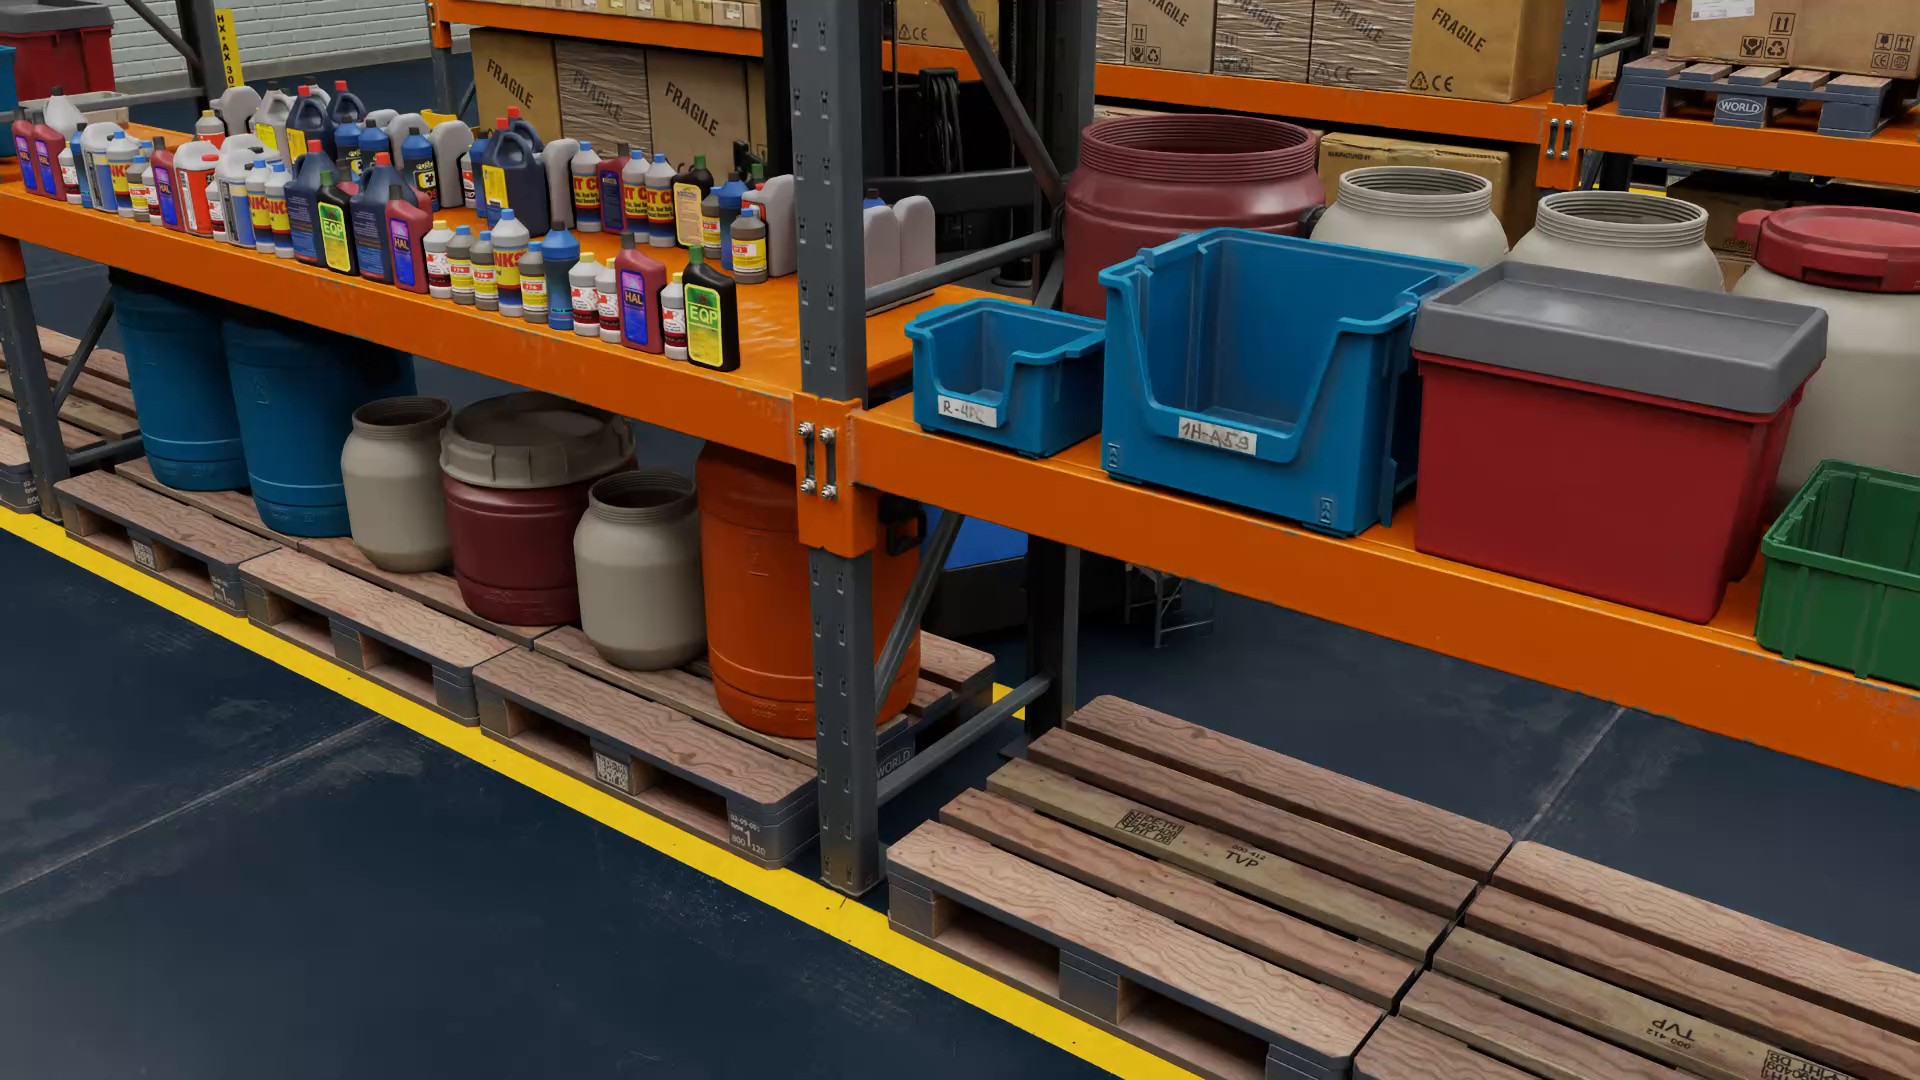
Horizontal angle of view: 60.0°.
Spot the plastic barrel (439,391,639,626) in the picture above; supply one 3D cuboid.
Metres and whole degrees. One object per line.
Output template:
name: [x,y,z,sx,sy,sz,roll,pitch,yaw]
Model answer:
plastic barrel: [-1.313,-0.114,5.258,0.708,0.588,0.600,17,29,33]

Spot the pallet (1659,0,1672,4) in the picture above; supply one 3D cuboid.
pallet: [5.384,-3.863,11.536,1.003,0.211,1.213,17,29,33]

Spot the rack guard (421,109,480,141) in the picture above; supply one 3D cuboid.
rack guard: [-3.458,-3.034,12.516,0.348,0.500,1.175,17,29,33]

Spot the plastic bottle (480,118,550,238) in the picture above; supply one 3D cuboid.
plastic bottle: [-1.379,-1.119,5.132,0.185,0.351,0.144,17,29,33]

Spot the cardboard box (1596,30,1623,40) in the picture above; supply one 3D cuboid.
cardboard box: [4.818,-3.696,12.568,0.500,0.250,0.500,17,29,34]

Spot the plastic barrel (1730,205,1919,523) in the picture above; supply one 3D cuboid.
plastic barrel: [1.626,-0.319,3.084,0.433,0.535,0.433,0,24,0]

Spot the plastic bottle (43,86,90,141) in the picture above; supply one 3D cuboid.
plastic bottle: [-3.089,-1.385,5.734,0.185,0.351,0.144,17,29,33]

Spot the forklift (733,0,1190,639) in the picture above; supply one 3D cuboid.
forklift: [-0.269,-1.584,6.210,1.130,2.935,3.031,-10,26,-22]

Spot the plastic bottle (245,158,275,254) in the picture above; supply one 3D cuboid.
plastic bottle: [-2.064,-0.996,4.950,0.097,0.271,0.097,0,24,0]

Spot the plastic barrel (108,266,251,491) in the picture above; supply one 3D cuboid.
plastic barrel: [-2.783,-0.702,6.204,0.708,0.901,0.600,17,29,33]

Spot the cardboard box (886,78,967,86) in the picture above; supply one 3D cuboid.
cardboard box: [0.286,-2.276,9.810,0.875,0.875,1.225,17,29,33]

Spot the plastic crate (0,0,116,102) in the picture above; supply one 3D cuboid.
plastic crate: [-3.773,-1.960,6.825,0.583,0.464,0.402,17,29,33]

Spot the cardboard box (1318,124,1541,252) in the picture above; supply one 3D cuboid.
cardboard box: [2.423,-1.631,8.346,0.875,0.875,1.225,15,28,31]

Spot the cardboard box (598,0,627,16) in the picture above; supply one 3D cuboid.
cardboard box: [-2.121,-3.493,10.770,0.250,0.149,0.380,16,28,32]

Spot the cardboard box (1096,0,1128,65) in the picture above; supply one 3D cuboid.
cardboard box: [0.783,-2.816,8.797,0.500,0.500,0.500,16,28,32]

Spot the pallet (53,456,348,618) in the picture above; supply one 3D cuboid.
pallet: [-2.616,-0.131,6.285,1.213,0.211,1.003,17,29,33]

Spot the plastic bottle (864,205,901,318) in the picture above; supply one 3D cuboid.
plastic bottle: [-0.251,-0.743,4.369,0.135,0.276,0.152,17,29,33]

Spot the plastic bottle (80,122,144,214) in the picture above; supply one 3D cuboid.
plastic bottle: [-2.774,-1.227,5.468,0.135,0.276,0.152,17,29,33]

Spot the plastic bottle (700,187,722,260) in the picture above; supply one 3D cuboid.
plastic bottle: [-0.713,-0.938,4.906,0.097,0.201,0.097,0,24,0]

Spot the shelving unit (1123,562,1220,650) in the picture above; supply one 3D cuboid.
shelving unit: [0.702,-0.111,5.387,0.258,0.900,0.210,-10,26,-22]

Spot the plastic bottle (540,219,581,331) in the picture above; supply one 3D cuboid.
plastic bottle: [-1.009,-0.677,4.227,0.097,0.271,0.097,0,24,0]

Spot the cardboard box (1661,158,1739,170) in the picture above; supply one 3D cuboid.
cardboard box: [5.335,-2.936,11.774,0.500,0.500,0.500,17,29,33]

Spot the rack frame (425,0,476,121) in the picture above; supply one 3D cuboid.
rack frame: [-3.439,-4.172,11.999,0.127,3.000,1.000,17,29,33]

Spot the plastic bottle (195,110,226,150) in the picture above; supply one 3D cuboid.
plastic bottle: [-2.759,-1.480,6.135,0.097,0.201,0.097,0,24,0]

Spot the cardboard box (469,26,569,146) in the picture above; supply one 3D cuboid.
cardboard box: [-2.879,-3.263,12.050,0.875,0.875,0.875,17,29,33]

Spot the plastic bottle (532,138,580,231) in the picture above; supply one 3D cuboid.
plastic bottle: [-1.270,-1.127,5.241,0.135,0.276,0.152,17,29,33]

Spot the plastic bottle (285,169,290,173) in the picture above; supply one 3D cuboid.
plastic bottle: [-2.080,-1.046,5.150,0.097,0.201,0.097,0,24,0]

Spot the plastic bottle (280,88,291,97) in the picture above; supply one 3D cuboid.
plastic bottle: [-2.487,-1.521,6.127,0.133,0.283,0.061,17,29,33]

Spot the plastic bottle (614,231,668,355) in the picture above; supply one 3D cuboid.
plastic bottle: [-0.772,-0.602,4.041,0.133,0.283,0.061,17,29,33]

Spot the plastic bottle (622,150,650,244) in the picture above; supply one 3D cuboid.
plastic bottle: [-0.976,-1.050,5.072,0.097,0.271,0.097,0,24,0]

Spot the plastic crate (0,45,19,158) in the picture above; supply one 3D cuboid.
plastic crate: [-3.787,-1.630,6.174,0.575,0.384,0.392,17,29,33]

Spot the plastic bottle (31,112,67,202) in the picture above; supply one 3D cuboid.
plastic bottle: [-3.064,-1.295,5.613,0.133,0.283,0.061,17,29,33]

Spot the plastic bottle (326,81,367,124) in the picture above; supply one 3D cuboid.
plastic bottle: [-2.129,-1.423,5.820,0.185,0.351,0.144,17,29,33]

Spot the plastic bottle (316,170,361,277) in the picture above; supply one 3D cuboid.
plastic bottle: [-1.757,-0.900,4.716,0.133,0.283,0.061,17,29,33]

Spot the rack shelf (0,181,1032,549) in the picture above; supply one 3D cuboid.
rack shelf: [-1.608,-0.794,5.224,4.000,0.370,1.077,17,29,33]

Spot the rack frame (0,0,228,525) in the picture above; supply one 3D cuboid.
rack frame: [-3.208,-1.607,6.176,0.127,3.000,1.000,17,29,33]

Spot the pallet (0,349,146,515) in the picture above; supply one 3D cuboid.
pallet: [-3.820,-0.496,7.114,1.213,0.211,1.003,17,29,33]

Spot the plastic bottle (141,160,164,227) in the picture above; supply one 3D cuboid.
plastic bottle: [-2.542,-1.109,5.292,0.097,0.201,0.097,0,24,0]

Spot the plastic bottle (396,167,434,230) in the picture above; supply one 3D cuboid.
plastic bottle: [-1.563,-0.914,4.749,0.133,0.283,0.061,17,29,33]

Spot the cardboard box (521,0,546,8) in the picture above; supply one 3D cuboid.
cardboard box: [-2.732,-3.679,11.190,0.250,0.149,0.380,16,29,33]

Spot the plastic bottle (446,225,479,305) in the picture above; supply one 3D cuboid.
plastic bottle: [-1.321,-0.740,4.455,0.097,0.201,0.097,0,24,0]

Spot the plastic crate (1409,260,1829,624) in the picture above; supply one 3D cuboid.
plastic crate: [1.102,-0.179,2.857,0.583,0.464,0.402,17,29,33]

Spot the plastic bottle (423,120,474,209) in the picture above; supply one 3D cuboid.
plastic bottle: [-1.710,-1.260,5.543,0.135,0.276,0.152,17,29,33]

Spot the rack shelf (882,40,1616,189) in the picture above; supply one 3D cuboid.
rack shelf: [1.362,-2.392,8.851,4.000,0.370,1.077,17,29,33]

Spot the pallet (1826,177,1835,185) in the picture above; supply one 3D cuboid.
pallet: [6.604,-2.322,11.259,1.213,0.211,1.003,17,29,33]

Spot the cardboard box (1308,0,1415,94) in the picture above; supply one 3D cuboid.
cardboard box: [2.024,-2.445,7.955,0.500,0.500,0.500,17,29,33]

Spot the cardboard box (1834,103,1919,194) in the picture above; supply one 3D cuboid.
cardboard box: [6.452,-2.800,11.153,0.750,0.750,1.050,16,29,33]

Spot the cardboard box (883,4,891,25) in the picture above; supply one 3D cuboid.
cardboard box: [-0.275,-3.269,10.260,0.250,0.149,0.380,17,29,33]

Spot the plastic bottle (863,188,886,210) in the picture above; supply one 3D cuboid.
plastic bottle: [-0.236,-0.826,4.565,0.097,0.271,0.097,0,24,0]

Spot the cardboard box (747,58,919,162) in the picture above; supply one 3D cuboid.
cardboard box: [-0.718,-2.610,10.568,0.875,0.875,0.875,17,29,33]

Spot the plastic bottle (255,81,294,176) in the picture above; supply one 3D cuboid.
plastic bottle: [-2.363,-1.421,5.816,0.185,0.351,0.144,17,29,33]

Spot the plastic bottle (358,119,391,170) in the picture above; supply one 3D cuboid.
plastic bottle: [-1.956,-1.269,5.570,0.097,0.271,0.097,0,24,0]

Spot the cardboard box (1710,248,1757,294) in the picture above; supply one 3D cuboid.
cardboard box: [3.511,-1.139,7.670,0.500,0.500,0.700,15,28,31]

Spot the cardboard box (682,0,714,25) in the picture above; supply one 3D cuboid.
cardboard box: [-1.502,-3.307,10.346,0.250,0.149,0.380,17,29,34]

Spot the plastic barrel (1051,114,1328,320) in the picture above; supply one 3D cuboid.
plastic barrel: [0.545,-0.687,3.921,0.708,0.536,0.600,17,29,33]

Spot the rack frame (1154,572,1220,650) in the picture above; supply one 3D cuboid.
rack frame: [0.744,-0.074,5.302,0.240,0.900,0.006,-10,26,-22]
